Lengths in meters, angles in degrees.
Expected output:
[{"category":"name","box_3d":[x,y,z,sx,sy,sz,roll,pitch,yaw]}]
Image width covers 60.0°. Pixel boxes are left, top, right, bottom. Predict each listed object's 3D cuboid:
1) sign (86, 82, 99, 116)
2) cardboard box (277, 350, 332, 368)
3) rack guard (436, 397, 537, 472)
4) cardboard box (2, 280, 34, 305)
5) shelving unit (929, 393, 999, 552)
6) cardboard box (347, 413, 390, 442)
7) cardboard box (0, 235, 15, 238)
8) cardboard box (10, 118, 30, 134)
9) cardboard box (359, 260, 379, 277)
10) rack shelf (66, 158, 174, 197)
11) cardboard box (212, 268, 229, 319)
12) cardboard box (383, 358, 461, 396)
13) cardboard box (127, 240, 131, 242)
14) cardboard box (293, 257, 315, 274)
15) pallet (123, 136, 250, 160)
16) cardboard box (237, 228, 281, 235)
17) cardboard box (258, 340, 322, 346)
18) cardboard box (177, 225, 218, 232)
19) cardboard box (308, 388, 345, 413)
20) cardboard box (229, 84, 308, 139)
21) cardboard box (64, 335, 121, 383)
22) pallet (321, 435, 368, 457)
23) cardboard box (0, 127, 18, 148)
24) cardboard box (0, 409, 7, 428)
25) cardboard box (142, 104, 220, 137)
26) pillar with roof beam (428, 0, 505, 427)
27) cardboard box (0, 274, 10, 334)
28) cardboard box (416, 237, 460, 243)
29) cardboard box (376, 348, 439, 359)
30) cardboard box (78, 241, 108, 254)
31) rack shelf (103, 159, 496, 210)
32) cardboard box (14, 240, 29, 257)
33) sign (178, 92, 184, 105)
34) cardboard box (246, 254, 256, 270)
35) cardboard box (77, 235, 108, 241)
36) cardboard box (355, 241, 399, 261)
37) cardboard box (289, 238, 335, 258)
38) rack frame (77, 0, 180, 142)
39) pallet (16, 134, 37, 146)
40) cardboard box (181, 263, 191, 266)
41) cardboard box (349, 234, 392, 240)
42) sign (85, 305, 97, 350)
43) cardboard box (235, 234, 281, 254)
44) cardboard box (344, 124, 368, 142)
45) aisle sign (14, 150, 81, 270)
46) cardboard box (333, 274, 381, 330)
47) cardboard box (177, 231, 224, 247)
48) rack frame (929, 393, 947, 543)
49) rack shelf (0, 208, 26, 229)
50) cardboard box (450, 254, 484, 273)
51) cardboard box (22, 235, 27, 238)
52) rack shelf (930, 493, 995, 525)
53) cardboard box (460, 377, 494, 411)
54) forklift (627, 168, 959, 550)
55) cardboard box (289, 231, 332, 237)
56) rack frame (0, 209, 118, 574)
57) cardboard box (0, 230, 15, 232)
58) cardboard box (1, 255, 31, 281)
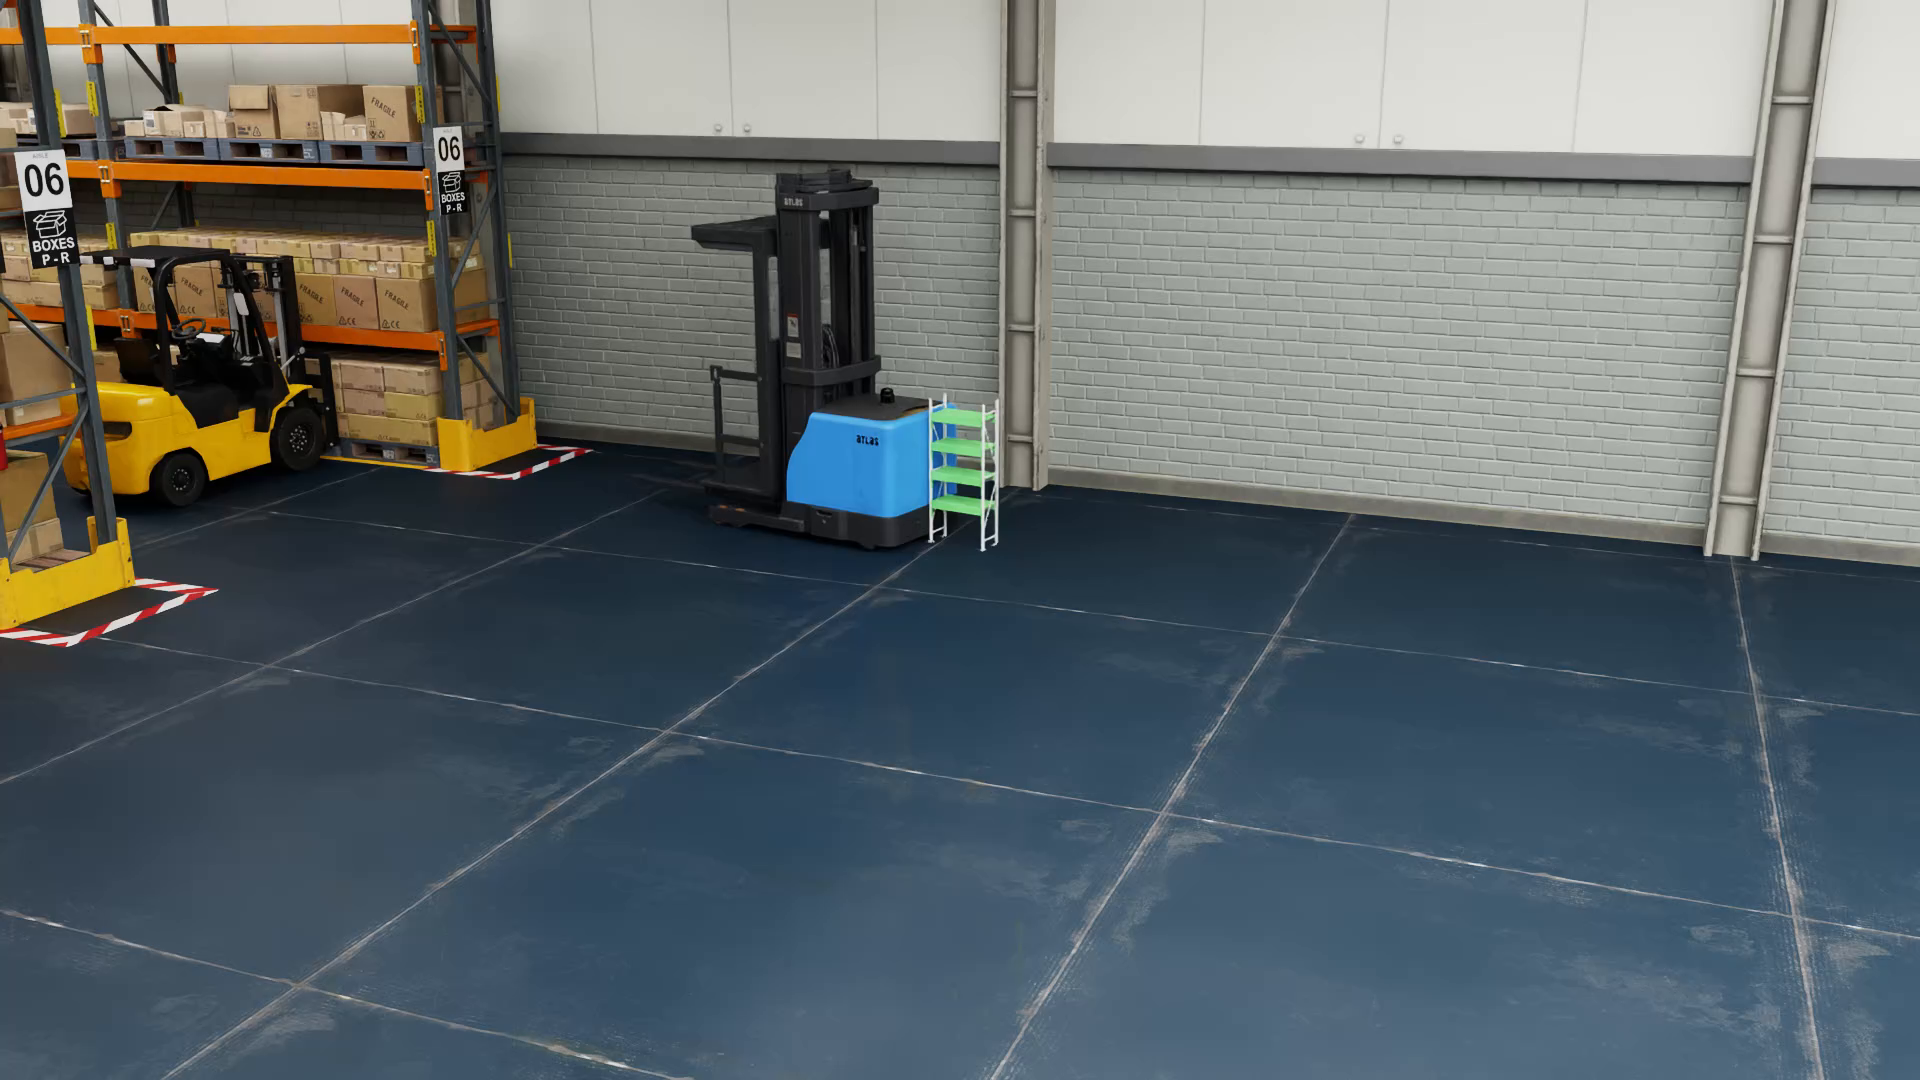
[{"category":"sign","box_3d":[-8.589,-4.367,16.465,0.005,0.325,0.100,6,17,21]},{"category":"cardboard box","box_3d":[-6.640,-1.741,16.676,0.500,0.250,0.500,6,17,20]},{"category":"rack guard","box_3d":[-4.656,-1.057,16.418,0.348,0.500,1.175,6,17,21]},{"category":"cardboard box","box_3d":[-9.885,-2.689,17.827,0.500,0.250,0.500,6,17,21]},{"category":"shelving unit","box_3d":[0.030,-0.546,13.402,0.503,1.200,0.258,9,19,30]},{"category":"cardboard box","box_3d":[-5.690,-1.161,16.470,0.500,0.250,0.500,6,17,21]},{"category":"cardboard box","box_3d":[-10.450,-3.198,17.966,0.250,0.149,0.380,6,17,21]},{"category":"cardboard box","box_3d":[-9.534,-4.272,17.148,0.250,0.149,0.380,6,17,20]},{"category":"cardboard box","box_3d":[-5.571,-2.643,16.055,0.250,0.149,0.380,7,17,22]},{"category":"rack shelf","box_3d":[-10.260,-3.969,17.874,4.000,0.370,1.077,6,17,21]},{"category":"cardboard box","box_3d":[-7.120,-2.503,16.738,0.500,0.500,0.500,6,17,20]},{"category":"cardboard box","box_3d":[-5.221,-1.587,16.147,0.500,0.250,0.500,7,18,22]},{"category":"cardboard box","box_3d":[-8.648,-3.120,17.698,0.250,0.149,0.380,6,17,19]},{"category":"cardboard box","box_3d":[-6.306,-2.707,16.275,0.250,0.149,0.380,6,17,21]},{"category":"pallet","box_3d":[-7.596,-3.987,16.804,1.213,0.211,1.003,6,17,21]},{"category":"cardboard box","box_3d":[-7.266,-3.148,17.260,0.250,0.149,0.380,6,17,20]},{"category":"cardboard box","box_3d":[-6.928,-1.927,17.317,0.500,0.250,0.500,6,17,21]},{"category":"cardboard box","box_3d":[-7.991,-3.217,17.499,0.250,0.149,0.380,6,17,21]},{"category":"cardboard box","box_3d":[-6.196,-1.451,16.575,0.500,0.250,0.500,6,17,19]},{"category":"cardboard box","box_3d":[-6.626,-4.182,16.202,0.637,0.503,0.797,7,18,22]},{"category":"cardboard box","box_3d":[-9.608,-1.862,18.214,0.625,0.625,0.875,6,17,20]},{"category":"pallet","box_3d":[-6.536,-1.113,17.130,1.213,0.211,1.003,6,17,21]},{"category":"cardboard box","box_3d":[-6.752,-2.764,11.455,0.250,0.149,0.380,6,17,20]},{"category":"cardboard box","box_3d":[-6.922,-0.834,11.618,0.250,0.149,0.380,7,18,22]},{"category":"cardboard box","box_3d":[-7.715,-4.168,16.498,0.500,0.311,0.500,7,17,22]},{"category":"pillar with roof beam","box_3d":[-6.575,-4.329,12.446,0.400,9.000,9.100,6,17,21]},{"category":"cardboard box","box_3d":[-7.051,-1.639,11.432,0.500,0.500,0.700,6,17,19]},{"category":"cardboard box","box_3d":[-5.137,-2.895,16.391,0.250,0.149,0.380,7,18,23]},{"category":"cardboard box","box_3d":[-5.522,-1.770,16.774,0.500,0.250,0.500,6,17,21]},{"category":"cardboard box","box_3d":[-9.045,-3.028,17.380,0.250,0.149,0.380,6,17,20]},{"category":"rack shelf","box_3d":[-6.539,-3.560,16.465,4.000,0.370,1.077,6,17,21]},{"category":"cardboard box","box_3d":[-9.768,-3.102,17.635,0.250,0.149,0.380,6,17,19]},{"category":"sign","box_3d":[-8.197,-4.540,17.482,0.005,0.325,0.100,6,17,21]},{"category":"cardboard box","box_3d":[-7.019,-2.789,16.559,0.250,0.149,0.380,6,17,19]},{"category":"cardboard box","box_3d":[-9.355,-3.208,18.000,0.250,0.149,0.380,6,17,20]},{"category":"cardboard box","box_3d":[-5.583,-2.781,15.997,0.250,0.149,0.380,7,17,22]},{"category":"cardboard box","box_3d":[-6.313,-2.849,16.230,0.250,0.149,0.380,7,17,22]},{"category":"rack frame","box_3d":[-8.399,-5.550,16.651,0.127,3.000,1.000,6,17,21]},{"category":"pallet","box_3d":[-10.415,-4.268,17.954,1.213,0.211,1.003,7,18,23]},{"category":"cardboard box","box_3d":[-7.705,-2.882,16.879,0.250,0.149,0.380,6,17,21]},{"category":"cardboard box","box_3d":[-5.873,-2.961,16.615,0.250,0.149,0.380,7,18,22]},{"category":"sign","box_3d":[-6.297,-1.529,12.006,0.005,0.325,0.100,6,17,21]},{"category":"cardboard box","box_3d":[-6.984,-2.951,16.581,0.250,0.149,0.380,6,17,20]},{"category":"cardboard box","box_3d":[-5.561,-3.835,15.643,0.250,0.149,0.380,6,17,19]},{"category":"aisle sign","box_3d":[-6.325,-2.295,11.535,0.004,0.787,0.394,6,17,21]},{"category":"cardboard box","box_3d":[-5.712,-2.346,16.194,0.500,0.500,0.500,7,18,22]},{"category":"cardboard box","box_3d":[-7.695,-3.035,16.871,0.250,0.149,0.380,6,17,20]},{"category":"rack frame","box_3d":[-0.179,-0.581,13.522,0.015,1.200,0.240,9,19,30]},{"category":"rack shelf","box_3d":[-8.357,-2.272,12.029,4.000,0.370,1.077,6,17,21]},{"category":"cardboard box","box_3d":[-4.899,-2.721,16.325,0.250,0.149,0.380,6,17,19]},{"category":"cardboard box","box_3d":[-10.049,-3.288,18.277,0.250,0.149,0.380,6,17,21]},{"category":"rack shelf","box_3d":[0.030,-0.254,13.486,0.480,0.148,0.258,9,19,30]},{"category":"cardboard box","box_3d":[-5.040,-1.483,16.684,0.500,0.250,0.500,7,17,22]},{"category":"forklift","box_3d":[-1.528,-1.622,14.002,3.031,2.935,1.130,10,19,31]},{"category":"cardboard box","box_3d":[-6.588,-3.044,16.902,0.250,0.149,0.380,7,18,22]},{"category":"rack frame","box_3d":[-6.496,-0.972,11.642,0.127,3.000,1.000,6,17,21]},{"category":"cardboard box","box_3d":[-10.772,-3.363,18.535,0.250,0.149,0.380,6,17,20]},{"category":"cardboard box","box_3d":[-9.905,-2.926,17.743,0.500,0.250,0.500,7,17,22]}]
